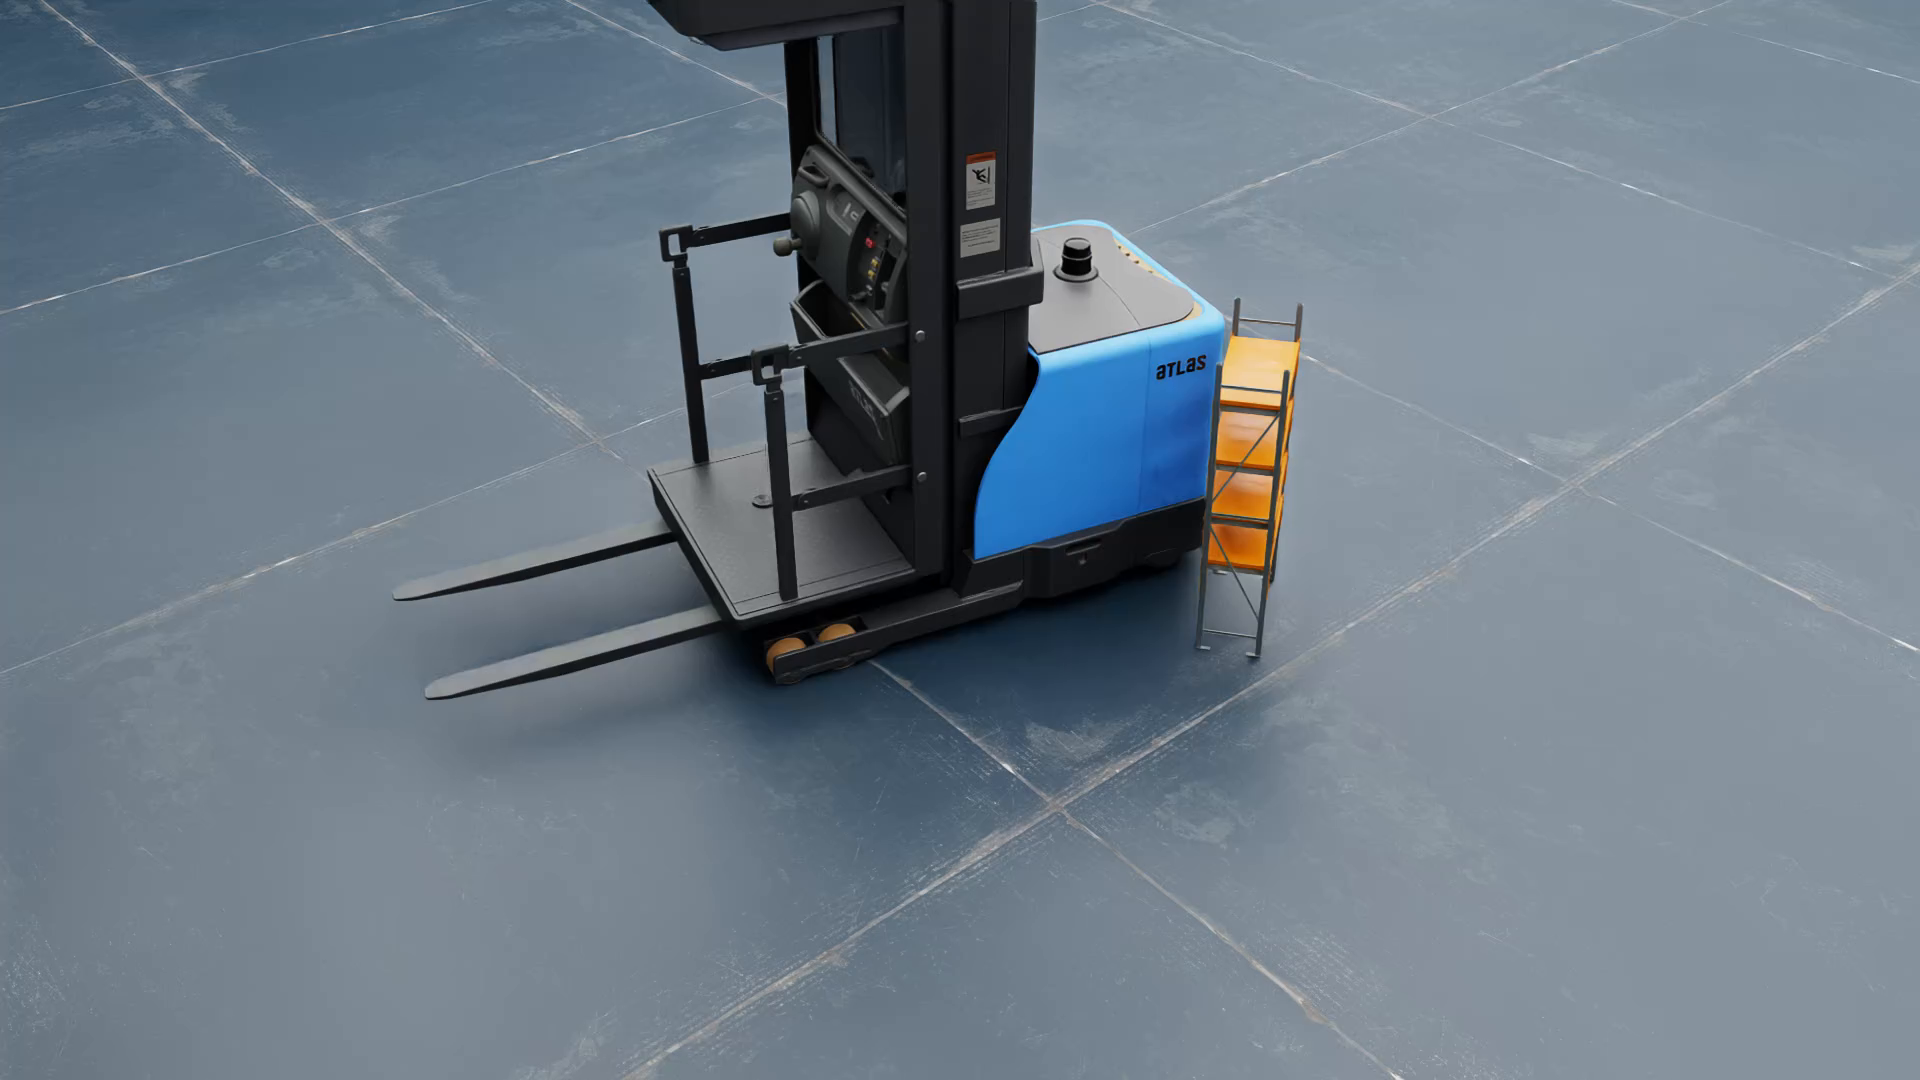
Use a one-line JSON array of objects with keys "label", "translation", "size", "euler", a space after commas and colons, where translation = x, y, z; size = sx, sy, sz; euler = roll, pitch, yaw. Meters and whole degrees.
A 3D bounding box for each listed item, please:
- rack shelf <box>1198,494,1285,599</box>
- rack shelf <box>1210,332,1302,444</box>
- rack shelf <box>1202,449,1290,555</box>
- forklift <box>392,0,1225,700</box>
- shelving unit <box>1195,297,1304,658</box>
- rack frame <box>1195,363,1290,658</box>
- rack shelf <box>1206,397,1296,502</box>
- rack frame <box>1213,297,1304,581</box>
[{"label": "rack shelf", "translation": [1.046, 0.005, 6.159], "size": [0.258, 0.148, 0.480], "euler": [8, 36, 13]}, {"label": "rack shelf", "translation": [1.032, -0.535, 5.782], "size": [0.258, 0.148, 0.480], "euler": [8, 36, 13]}, {"label": "rack shelf", "translation": [1.042, -0.158, 6.046], "size": [0.258, 0.148, 0.480], "euler": [8, 36, 13]}, {"label": "forklift", "translation": [-0.573, -1.025, 5.661], "size": [3.031, 2.935, 1.130], "euler": [-15, 38, -20]}, {"label": "shelving unit", "translation": [1.040, -0.213, 6.007], "size": [0.258, 1.200, 0.503], "euler": [8, 36, 13]}, {"label": "rack frame", "translation": [0.979, -0.077, 5.814], "size": [0.240, 1.200, 0.015], "euler": [8, 36, 13]}, {"label": "rack shelf", "translation": [1.037, -0.341, 5.917], "size": [0.258, 0.148, 0.480], "euler": [8, 36, 13]}, {"label": "rack frame", "translation": [1.102, -0.349, 6.200], "size": [0.240, 1.200, 0.015], "euler": [8, 36, 13]}]
